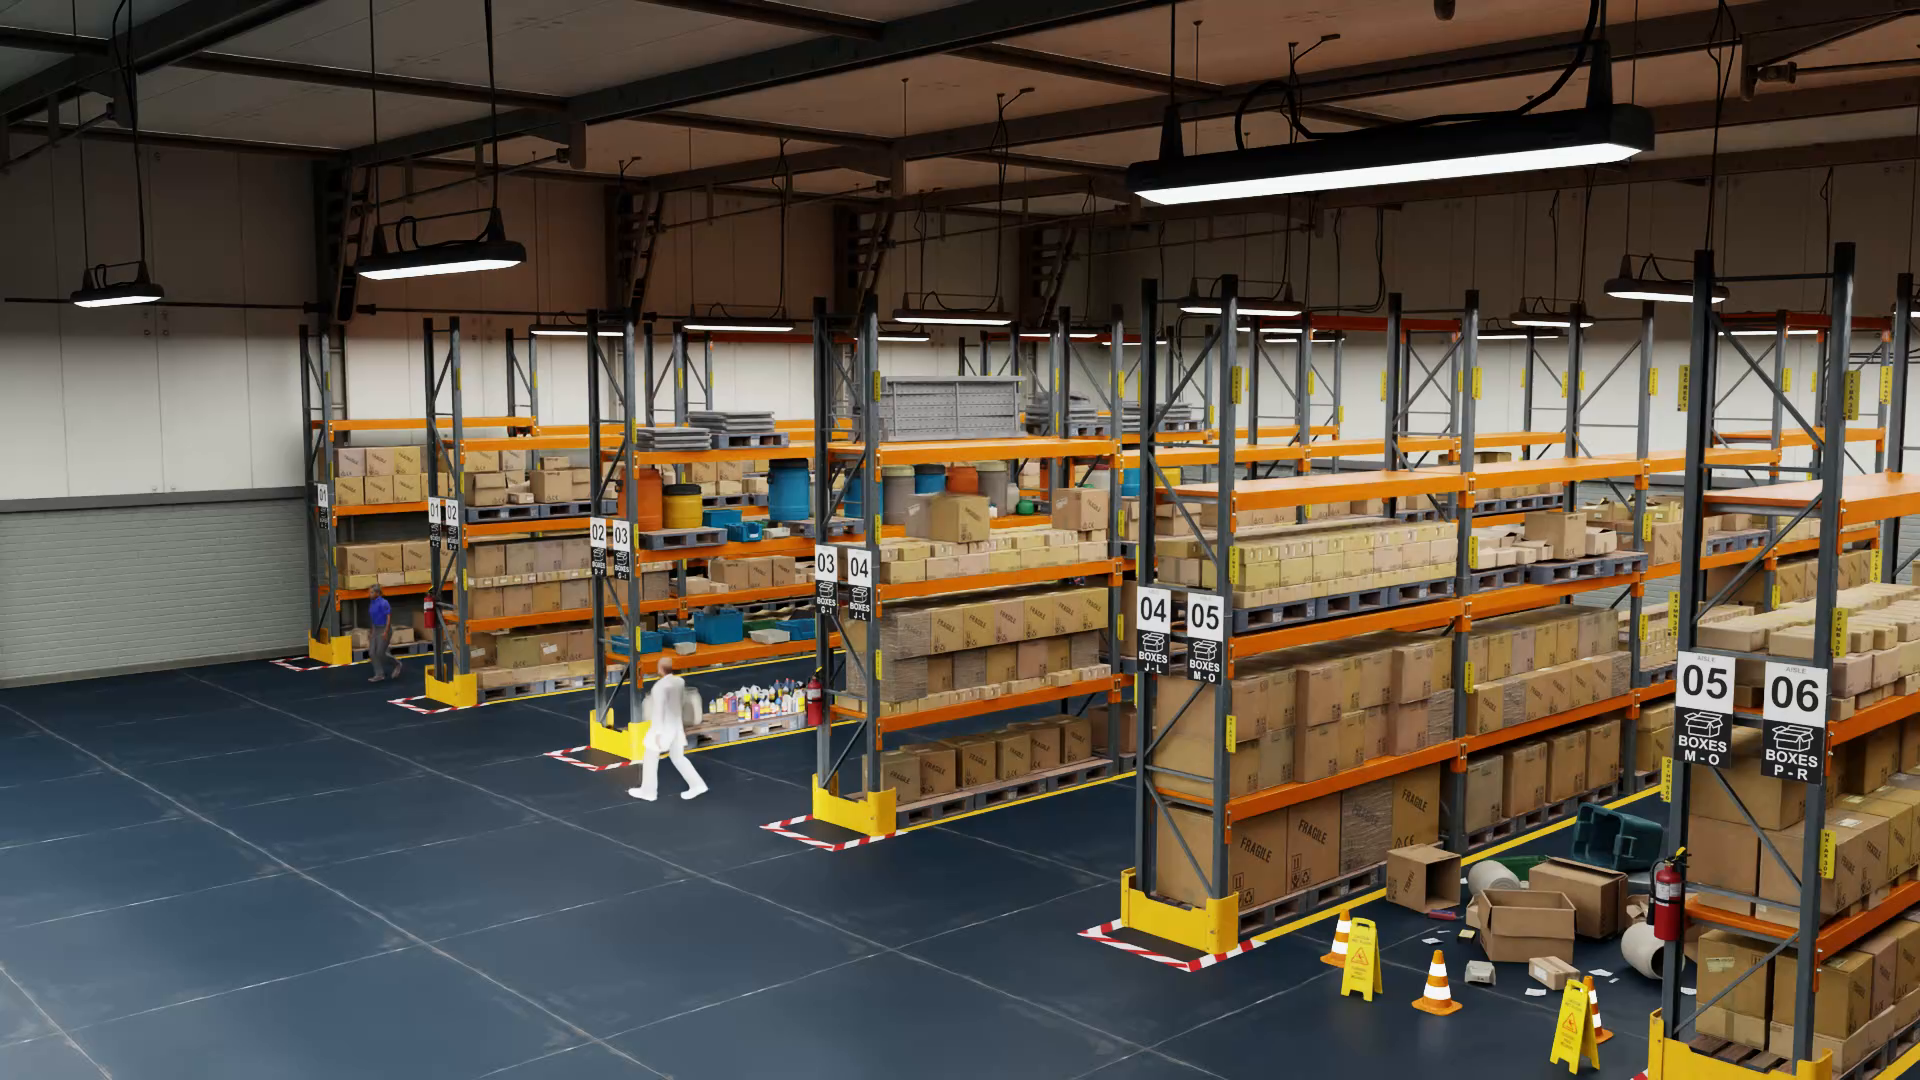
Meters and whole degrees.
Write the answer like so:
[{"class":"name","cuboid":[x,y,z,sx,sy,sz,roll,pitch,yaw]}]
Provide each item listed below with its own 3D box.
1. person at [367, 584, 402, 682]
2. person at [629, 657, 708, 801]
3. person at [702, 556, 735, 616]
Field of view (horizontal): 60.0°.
[{"class":"person","cuboid":[-9.669,1.549,27.890,0.540,1.641,0.534,5,8,42]},{"class":"person","cuboid":[-3.512,2.274,20.021,0.985,1.754,0.590,3,7,31]},{"class":"person","cuboid":[-4.909,0.926,33.327,0.625,1.715,1.077,5,7,38]}]
